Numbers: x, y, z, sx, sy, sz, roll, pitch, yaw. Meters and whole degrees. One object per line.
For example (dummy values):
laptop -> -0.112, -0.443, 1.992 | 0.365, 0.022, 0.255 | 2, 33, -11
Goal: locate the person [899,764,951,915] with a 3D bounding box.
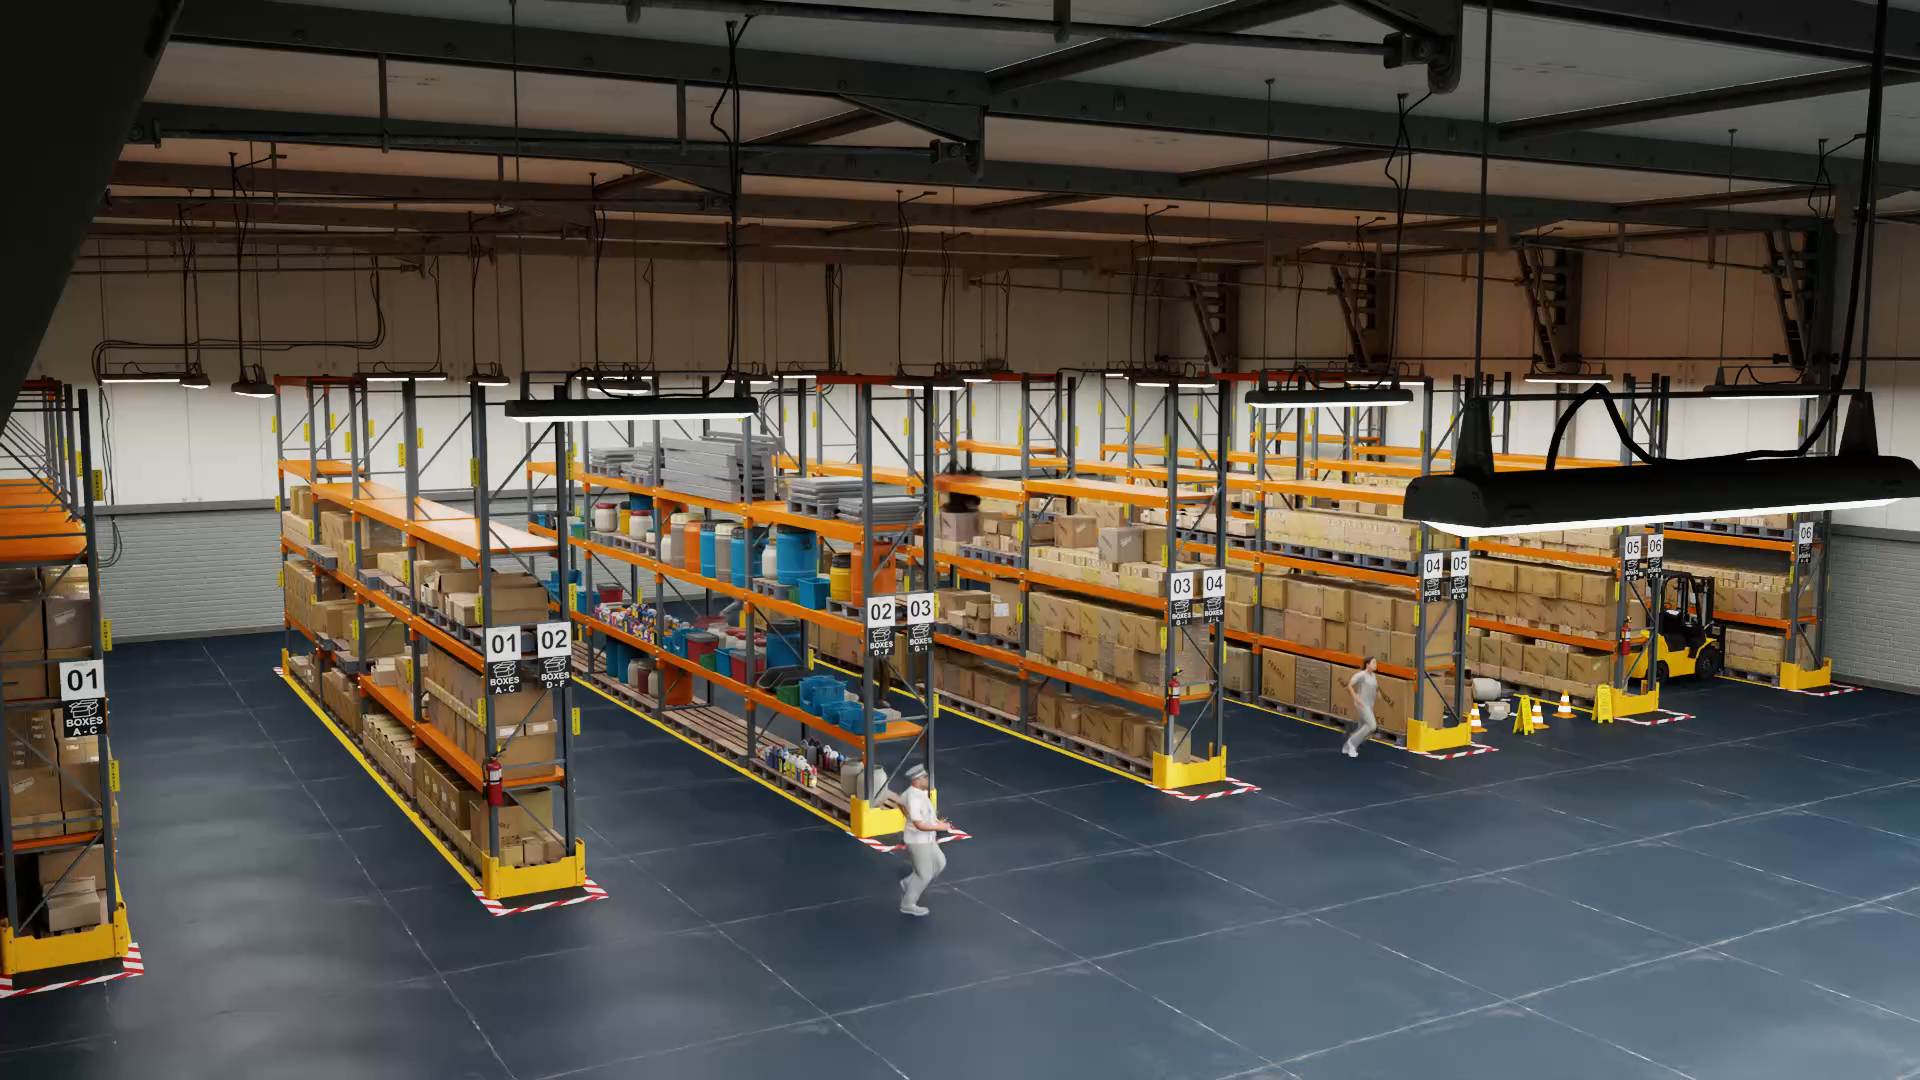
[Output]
person -> -0.403, 3.395, 18.936 | 0.593, 1.743, 0.653 | 0, 6, -2

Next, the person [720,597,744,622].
person -> -5.199, 1.126, 39.371 | 0.966, 1.752, 0.660 | -2, 7, -17

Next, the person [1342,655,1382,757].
person -> 6.440, 2.630, 26.455 | 0.573, 1.600, 0.592 | 6, 8, 42

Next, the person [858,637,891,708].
person -> -1.539, 2.137, 30.464 | 0.710, 1.776, 0.943 | -4, 8, -34
